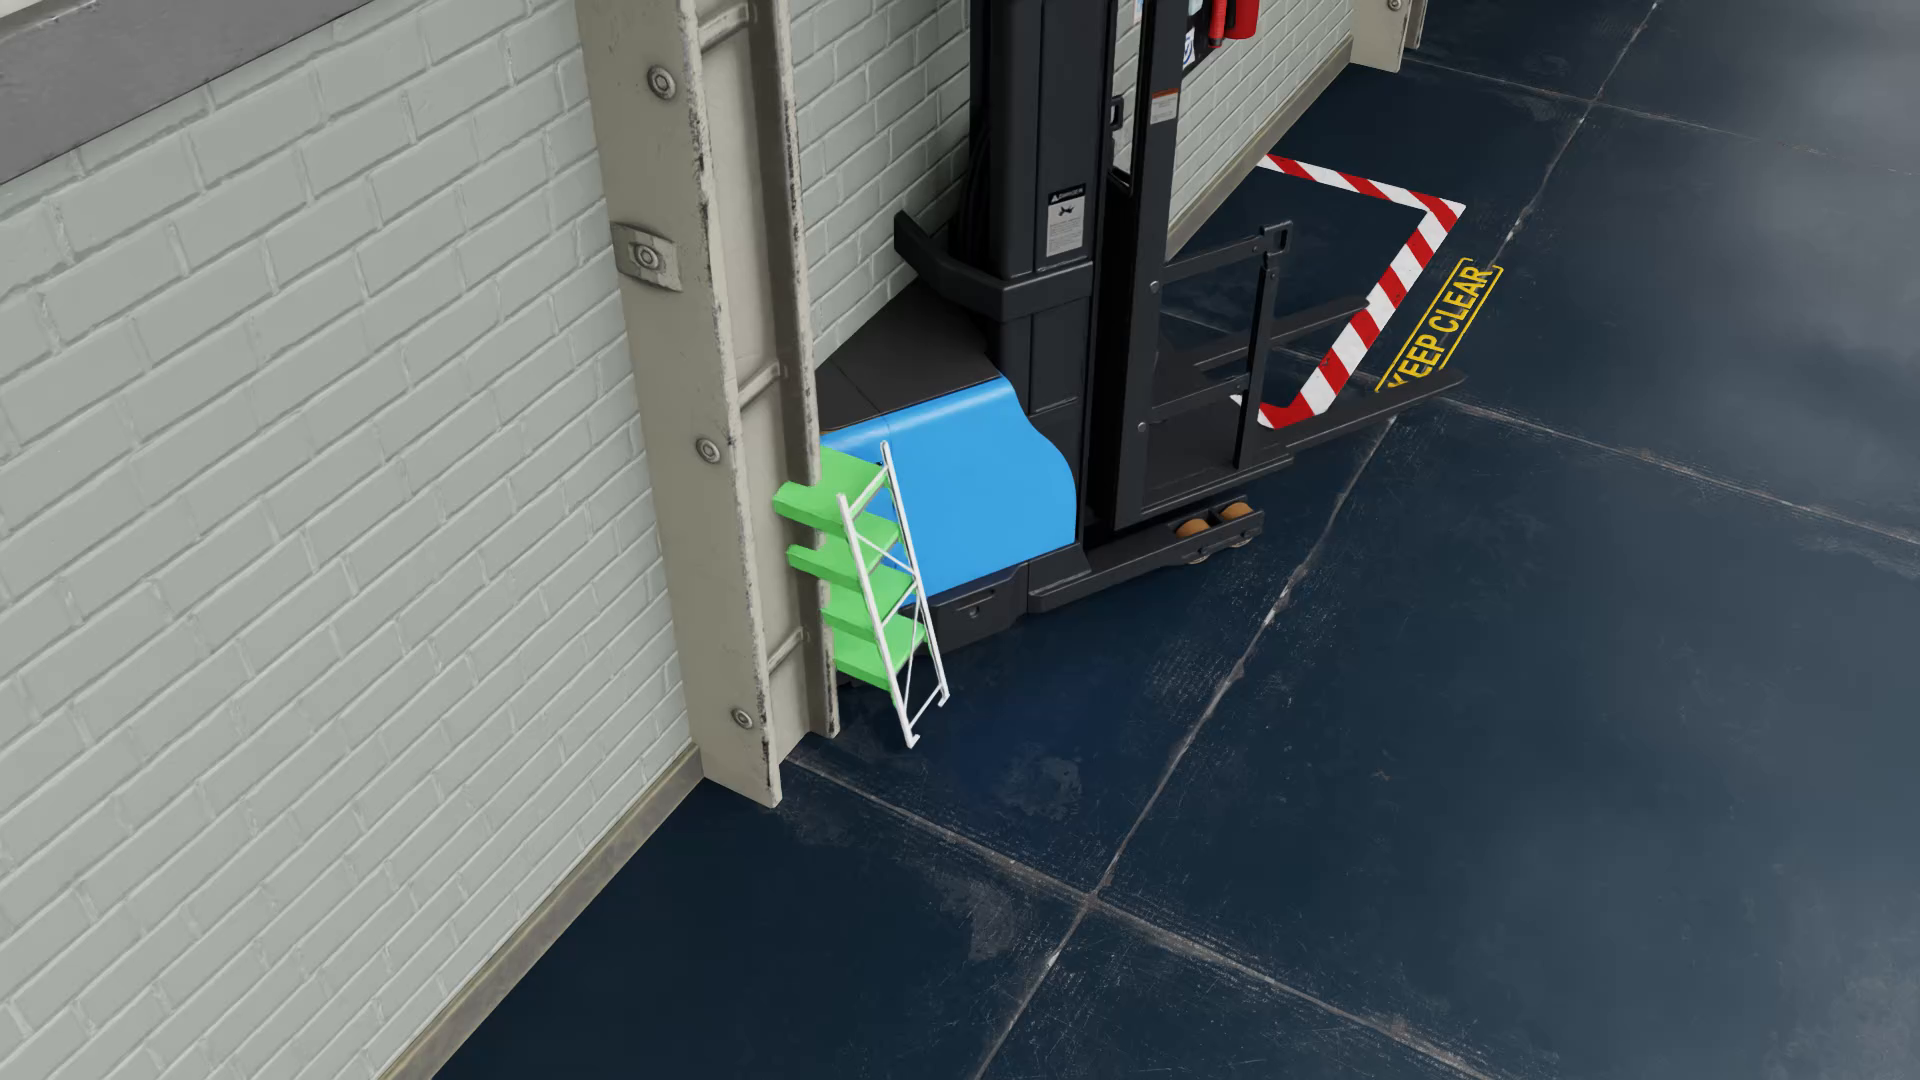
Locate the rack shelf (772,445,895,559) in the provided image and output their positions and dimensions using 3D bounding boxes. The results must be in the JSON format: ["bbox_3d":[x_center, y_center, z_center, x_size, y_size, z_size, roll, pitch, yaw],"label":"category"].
[{"bbox_3d":[-0.452,-0.152,4.881,0.480,0.148,0.258,20,55,26],"label":"rack shelf"}]

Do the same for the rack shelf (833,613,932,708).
[{"bbox_3d":[-0.350,0.328,5.408,0.480,0.148,0.258,20,55,26],"label":"rack shelf"}]

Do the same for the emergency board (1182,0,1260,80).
[{"bbox_3d":[1.105,-2.468,6.783,0.194,1.169,0.643,21,45,22],"label":"emergency board"}]

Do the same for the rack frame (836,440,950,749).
[{"bbox_3d":[-0.188,0.201,5.077,0.015,1.200,0.240,20,55,26],"label":"rack frame"}]

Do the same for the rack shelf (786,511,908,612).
[{"bbox_3d":[-0.418,0.008,5.057,0.480,0.148,0.258,20,55,26],"label":"rack shelf"}]

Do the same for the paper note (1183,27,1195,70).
[{"bbox_3d":[0.957,-2.059,6.985,0.016,0.148,0.142,21,45,22],"label":"paper note"}]

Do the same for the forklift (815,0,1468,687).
[{"bbox_3d":[0.549,-1.299,5.507,3.031,2.935,1.130,-20,45,-21],"label":"forklift"}]

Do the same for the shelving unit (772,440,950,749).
[{"bbox_3d":[-0.393,0.125,5.186,0.503,1.200,0.258,20,55,26],"label":"shelving unit"}]

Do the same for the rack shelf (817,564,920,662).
[{"bbox_3d":[-0.384,0.168,5.232,0.480,0.148,0.258,20,55,26],"label":"rack shelf"}]

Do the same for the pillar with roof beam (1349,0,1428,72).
[{"bbox_3d":[6.102,-4.697,4.775,9.100,9.000,0.400,21,45,22],"label":"pillar with roof beam"}]

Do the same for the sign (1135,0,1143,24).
[{"bbox_3d":[0.739,-2.199,6.450,0.001,0.329,0.234,21,45,22],"label":"sign"}]

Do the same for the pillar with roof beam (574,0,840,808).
[{"bbox_3d":[3.100,-1.264,0.876,9.100,9.000,0.400,21,45,22],"label":"pillar with roof beam"}]
